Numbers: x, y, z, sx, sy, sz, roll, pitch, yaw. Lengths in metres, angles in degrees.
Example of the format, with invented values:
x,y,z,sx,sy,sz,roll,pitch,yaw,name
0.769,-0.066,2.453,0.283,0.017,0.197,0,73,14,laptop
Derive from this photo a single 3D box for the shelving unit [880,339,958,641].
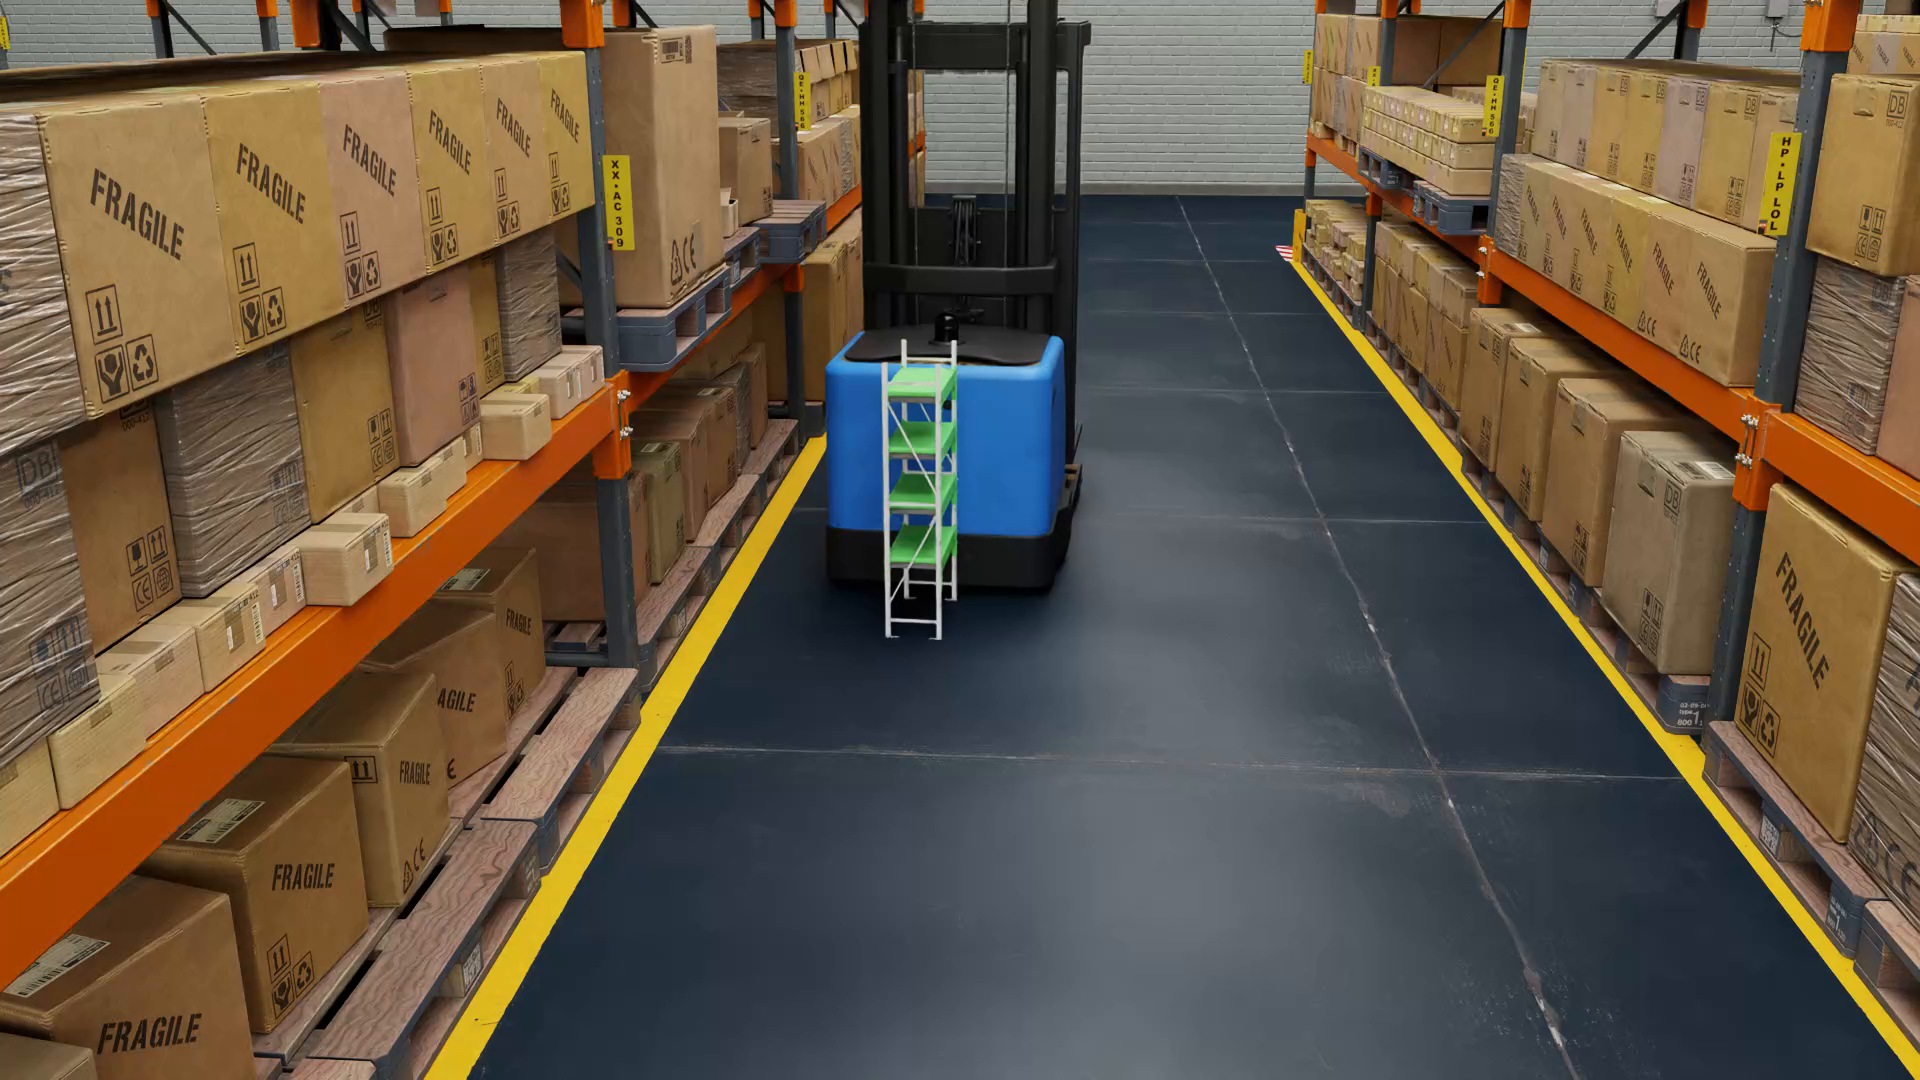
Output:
x,y,z,sx,sy,sz,roll,pitch,yaw,name
-0.167,-0.221,7.171,0.258,1.200,0.503,2,18,7,shelving unit

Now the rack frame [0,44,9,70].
x,y,z,sx,sy,sz,roll,pitch,yaw,name
-10.757,-4.724,18.021,1.000,3.000,0.127,1,18,4,rack frame

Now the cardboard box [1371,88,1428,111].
x,y,z,sx,sy,sz,roll,pitch,yaw,name
3.276,-3.281,12.392,0.380,0.149,0.250,2,18,5,cardboard box

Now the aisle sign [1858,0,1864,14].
x,y,z,sx,sy,sz,roll,pitch,yaw,name
8.724,-5.544,16.351,0.394,0.787,0.004,1,18,4,aisle sign

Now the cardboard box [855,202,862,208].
x,y,z,sx,sy,sz,roll,pitch,yaw,name
-1.189,-2.250,13.209,1.225,0.875,0.875,1,18,4,cardboard box

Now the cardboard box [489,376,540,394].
x,y,z,sx,sy,sz,roll,pitch,yaw,name
-1.564,-0.428,5.315,0.380,0.149,0.250,1,18,4,cardboard box

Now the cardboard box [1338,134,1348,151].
x,y,z,sx,sy,sz,roll,pitch,yaw,name
3.604,-3.579,14.931,0.380,0.149,0.250,2,18,5,cardboard box

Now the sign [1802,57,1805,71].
x,y,z,sx,sy,sz,roll,pitch,yaw,name
8.455,-4.743,16.564,0.100,0.325,0.005,1,18,4,sign

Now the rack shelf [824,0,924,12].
x,y,z,sx,sy,sz,roll,pitch,yaw,name
-1.020,-4.964,15.092,1.077,0.370,4.000,1,18,4,rack shelf

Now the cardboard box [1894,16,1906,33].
x,y,z,sx,sy,sz,roll,pitch,yaw,name
8.599,-4.604,14.849,0.380,0.149,0.250,1,18,4,cardboard box

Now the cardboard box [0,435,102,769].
x,y,z,sx,sy,sz,roll,pitch,yaw,name
-1.957,0.109,2.635,0.875,0.500,0.500,1,18,4,cardboard box

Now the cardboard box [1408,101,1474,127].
x,y,z,sx,sy,sz,roll,pitch,yaw,name
3.163,-2.801,10.929,0.380,0.149,0.250,2,18,7,cardboard box

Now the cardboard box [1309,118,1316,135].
x,y,z,sx,sy,sz,roll,pitch,yaw,name
3.713,-4.147,16.664,0.380,0.149,0.250,1,18,3,cardboard box

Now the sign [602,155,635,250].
x,y,z,sx,sy,sz,roll,pitch,yaw,name
-1.195,-1.176,5.804,0.100,0.325,0.005,1,18,4,sign

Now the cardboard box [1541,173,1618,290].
x,y,z,sx,sy,sz,roll,pitch,yaw,name
3.118,-1.474,7.944,0.500,0.500,0.500,1,18,4,cardboard box

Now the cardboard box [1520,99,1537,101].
x,y,z,sx,sy,sz,roll,pitch,yaw,name
3.831,-2.862,11.115,0.380,0.149,0.250,1,18,3,cardboard box

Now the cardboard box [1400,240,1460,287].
x,y,z,sx,sy,sz,roll,pitch,yaw,name
3.384,-1.938,11.655,0.500,0.250,0.500,2,18,6,cardboard box

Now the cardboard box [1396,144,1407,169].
x,y,z,sx,sy,sz,roll,pitch,yaw,name
3.180,-2.601,11.273,0.380,0.149,0.250,0,18,1,cardboard box

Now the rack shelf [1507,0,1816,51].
x,y,z,sx,sy,sz,roll,pitch,yaw,name
3.347,-2.337,7.076,1.077,0.370,4.000,1,18,4,rack shelf

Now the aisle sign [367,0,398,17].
x,y,z,sx,sy,sz,roll,pitch,yaw,name
-6.108,-5.876,17.364,0.394,0.787,0.004,1,18,4,aisle sign

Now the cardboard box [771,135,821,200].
x,y,z,sx,sy,sz,roll,pitch,yaw,name
-1.144,-2.209,10.187,0.500,0.500,0.500,2,18,6,cardboard box

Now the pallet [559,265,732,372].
x,y,z,sx,sy,sz,roll,pitch,yaw,name
-1.537,-0.917,6.713,1.003,0.211,1.213,1,18,4,pallet

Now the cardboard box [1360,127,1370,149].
x,y,z,sx,sy,sz,roll,pitch,yaw,name
3.290,-3.085,12.750,0.380,0.149,0.250,0,18,1,cardboard box

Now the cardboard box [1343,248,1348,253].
x,y,z,sx,sy,sz,roll,pitch,yaw,name
3.606,-2.531,14.757,0.380,0.149,0.250,2,18,5,cardboard box

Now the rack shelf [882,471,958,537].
x,y,z,sx,sy,sz,roll,pitch,yaw,name
-0.167,-0.161,7.191,0.258,0.148,0.480,2,18,7,rack shelf

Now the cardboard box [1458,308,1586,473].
x,y,z,sx,sy,sz,roll,pitch,yaw,name
3.357,-0.818,9.040,1.050,0.750,0.750,1,18,3,cardboard box

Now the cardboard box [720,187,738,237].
x,y,z,sx,sy,sz,roll,pitch,yaw,name
-1.300,-1.628,8.117,0.396,0.266,0.258,1,18,2,cardboard box

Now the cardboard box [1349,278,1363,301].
x,y,z,sx,sy,sz,roll,pitch,yaw,name
3.465,-2.091,13.891,0.380,0.149,0.250,2,18,5,cardboard box

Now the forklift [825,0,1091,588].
x,y,z,sx,sy,sz,roll,pitch,yaw,name
0.084,-1.593,8.576,1.130,2.935,3.031,2,18,7,forklift

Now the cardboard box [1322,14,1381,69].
x,y,z,sx,sy,sz,roll,pitch,yaw,name
3.737,-4.733,15.806,0.500,0.500,0.500,2,18,6,cardboard box

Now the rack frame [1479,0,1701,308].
x,y,z,sx,sy,sz,roll,pitch,yaw,name
3.490,-1.875,9.327,1.000,3.000,0.127,1,18,4,rack frame

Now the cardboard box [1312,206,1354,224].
x,y,z,sx,sy,sz,roll,pitch,yaw,name
3.642,-3.168,16.222,0.380,0.149,0.250,1,18,4,cardboard box

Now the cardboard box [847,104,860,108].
x,y,z,sx,sy,sz,roll,pitch,yaw,name
-0.924,-3.155,13.074,0.500,0.500,0.500,1,18,4,cardboard box

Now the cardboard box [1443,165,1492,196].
x,y,z,sx,sy,sz,roll,pitch,yaw,name
3.067,-2.118,9.799,0.380,0.149,0.250,2,18,5,cardboard box

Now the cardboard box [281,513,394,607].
x,y,z,sx,sy,sz,roll,pitch,yaw,name
-1.561,0.040,3.886,0.380,0.149,0.250,1,18,4,cardboard box

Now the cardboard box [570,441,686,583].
x,y,z,sx,sy,sz,roll,pitch,yaw,name
-1.618,-0.133,7.321,0.700,0.500,0.500,1,18,4,cardboard box

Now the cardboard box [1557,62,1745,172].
x,y,z,sx,sy,sz,roll,pitch,yaw,name
3.413,-2.101,8.251,0.700,0.500,0.500,1,18,3,cardboard box

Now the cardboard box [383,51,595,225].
x,y,z,sx,sy,sz,roll,pitch,yaw,name
-1.494,-1.292,5.306,0.500,0.500,0.500,1,18,4,cardboard box

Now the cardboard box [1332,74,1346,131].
x,y,z,sx,sy,sz,roll,pitch,yaw,name
3.665,-3.938,14.985,0.500,0.500,0.500,1,18,2,cardboard box

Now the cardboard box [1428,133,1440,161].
x,y,z,sx,sy,sz,roll,pitch,yaw,name
3.105,-2.424,10.256,0.380,0.149,0.250,2,18,5,cardboard box

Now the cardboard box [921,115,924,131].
x,y,z,sx,sy,sz,roll,pitch,yaw,name
-0.573,-4.264,17.022,0.380,0.149,0.250,2,18,5,cardboard box

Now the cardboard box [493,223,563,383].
x,y,z,sx,sy,sz,roll,pitch,yaw,name
-1.831,-0.825,5.485,0.875,0.500,0.500,1,18,4,cardboard box

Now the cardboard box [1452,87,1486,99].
x,y,z,sx,sy,sz,roll,pitch,yaw,name
3.943,-3.351,12.605,0.380,0.149,0.250,2,18,6,cardboard box

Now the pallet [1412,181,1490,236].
x,y,z,sx,sy,sz,roll,pitch,yaw,name
3.435,-2.007,10.039,1.213,0.211,1.003,1,18,4,pallet

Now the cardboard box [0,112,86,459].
x,y,z,sx,sy,sz,roll,pitch,yaw,name
-1.712,-0.361,2.463,0.500,0.500,0.500,1,18,4,cardboard box

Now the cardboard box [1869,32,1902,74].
x,y,z,sx,sy,sz,roll,pitch,yaw,name
8.630,-4.339,15.082,0.500,0.500,0.500,1,18,3,cardboard box

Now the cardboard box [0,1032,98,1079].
x,y,z,sx,sy,sz,roll,pitch,yaw,name
-1.962,1.263,3.092,0.500,0.500,0.500,5,19,14,cardboard box

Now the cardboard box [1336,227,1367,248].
x,y,z,sx,sy,sz,roll,pitch,yaw,name
3.556,-2.683,14.744,0.380,0.149,0.250,0,18,1,cardboard box

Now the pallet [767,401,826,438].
x,y,z,sx,sy,sz,roll,pitch,yaw,name
-1.318,-0.935,10.937,1.003,0.211,1.213,1,18,4,pallet

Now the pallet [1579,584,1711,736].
x,y,z,sx,sy,sz,roll,pitch,yaw,name
3.183,0.452,6.706,1.003,0.211,1.213,1,18,4,pallet

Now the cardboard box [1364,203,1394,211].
x,y,z,sx,sy,sz,roll,pitch,yaw,name
4.203,-3.240,16.442,0.380,0.149,0.250,2,18,5,cardboard box

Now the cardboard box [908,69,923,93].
x,y,z,sx,sy,sz,roll,pitch,yaw,name
-0.649,-4.771,16.724,0.500,0.500,0.500,2,18,5,cardboard box

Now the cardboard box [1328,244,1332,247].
x,y,z,sx,sy,sz,roll,pitch,yaw,name
3.708,-2.730,15.840,0.380,0.149,0.250,1,18,4,cardboard box

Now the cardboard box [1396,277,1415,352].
x,y,z,sx,sy,sz,roll,pitch,yaw,name
3.399,-1.578,11.760,0.500,0.500,0.500,2,18,5,cardboard box

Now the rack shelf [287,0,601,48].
x,y,z,sx,sy,sz,roll,pitch,yaw,name
-1.880,-1.237,3.718,1.077,0.370,4.000,1,18,4,rack shelf

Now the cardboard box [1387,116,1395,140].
x,y,z,sx,sy,sz,roll,pitch,yaw,name
3.220,-2.901,11.711,0.380,0.149,0.250,2,18,6,cardboard box
